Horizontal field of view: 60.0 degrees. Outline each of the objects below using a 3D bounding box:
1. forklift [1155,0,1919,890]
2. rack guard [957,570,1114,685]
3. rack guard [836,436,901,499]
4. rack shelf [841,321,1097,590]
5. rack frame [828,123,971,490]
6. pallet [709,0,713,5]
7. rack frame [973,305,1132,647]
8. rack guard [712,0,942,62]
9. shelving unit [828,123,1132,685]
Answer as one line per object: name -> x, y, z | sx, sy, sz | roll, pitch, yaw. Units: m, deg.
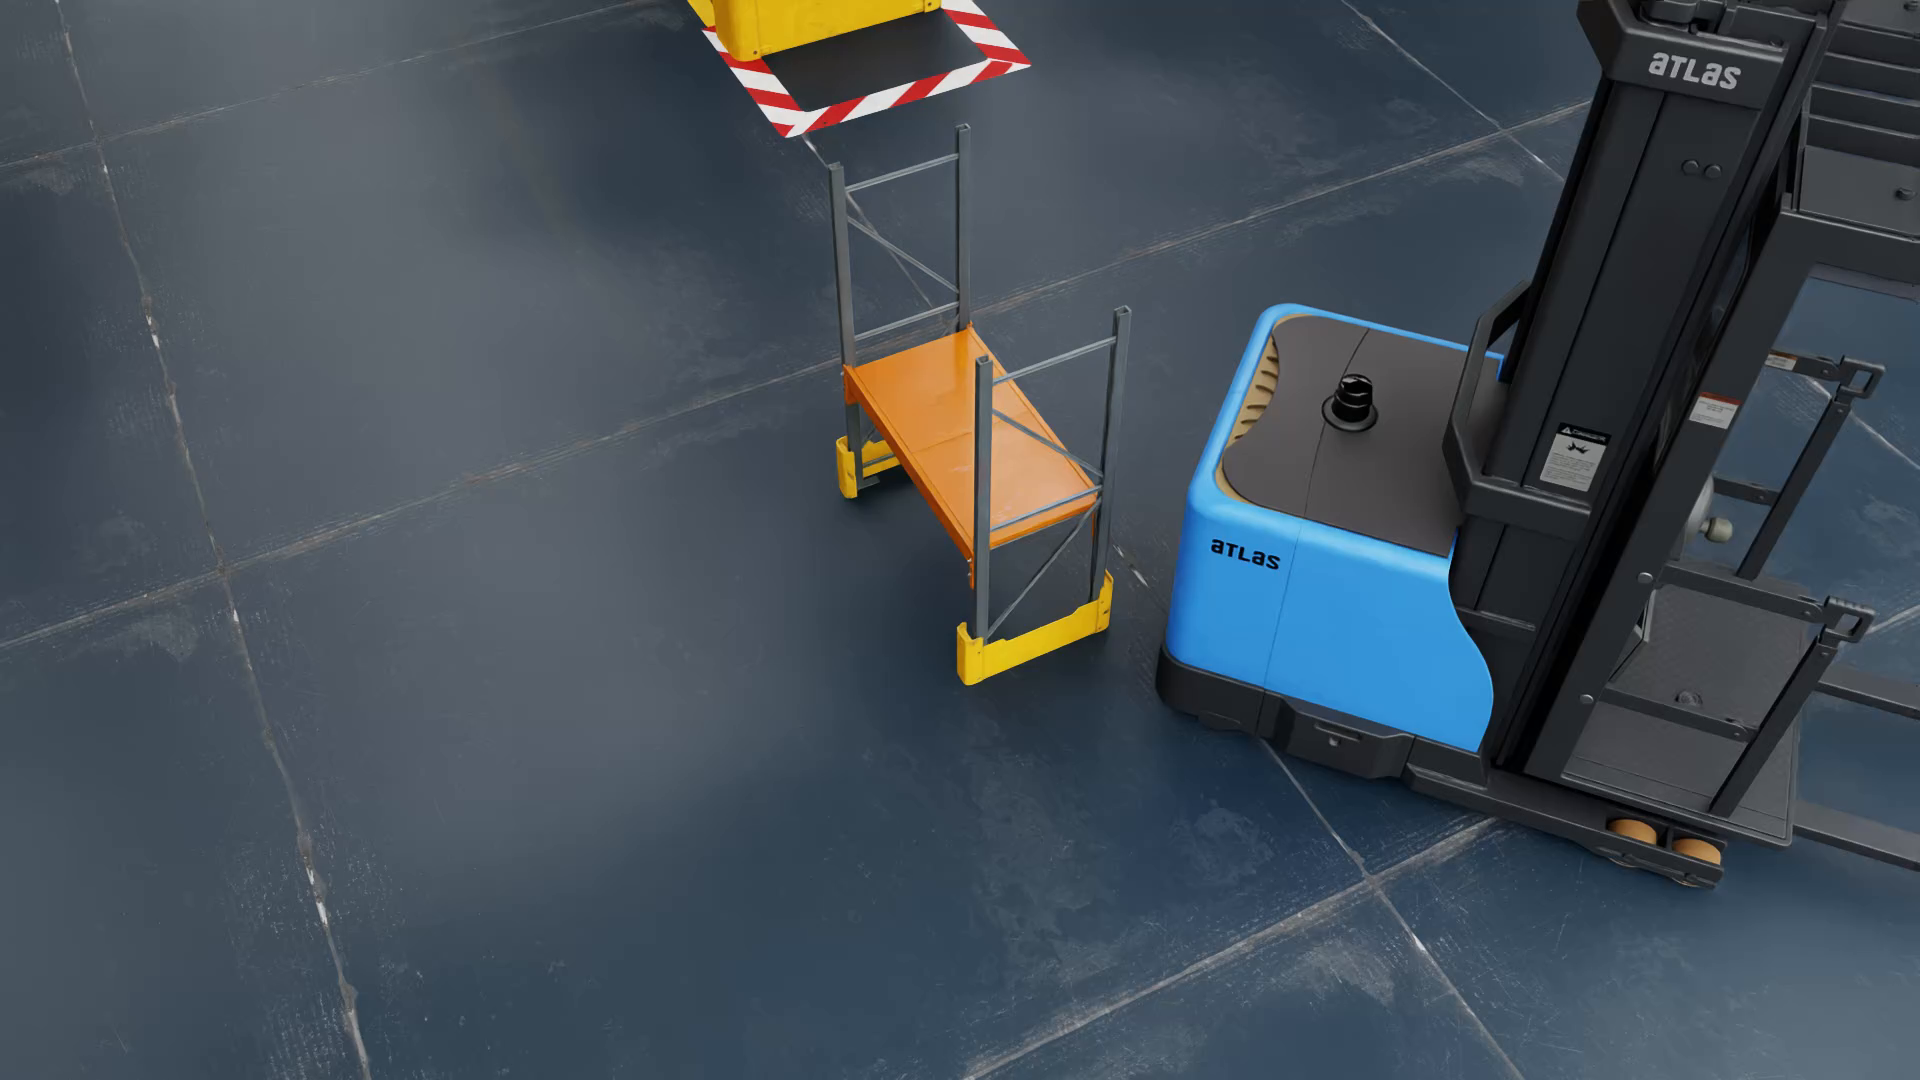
forklift -> 2.239, -0.321, 4.583 | 3.031, 2.935, 1.130 | 16, 51, 14
rack guard -> 0.263, 0.302, 5.820 | 0.587, 0.250, 0.087 | -21, 52, -18
rack guard -> -0.193, -0.365, 6.403 | 0.587, 0.250, 0.087 | -21, 52, -18
rack shelf -> 0.039, -0.318, 5.771 | 0.538, 0.185, 1.000 | -21, 52, -18
rack frame -> -0.194, -0.777, 5.933 | 0.500, 1.500, 0.032 | -21, 52, -18
pallet -> -1.039, -3.316, 9.010 | 1.003, 0.211, 1.213 | -21, 52, -18
rack frame -> 0.272, -0.096, 5.338 | 0.500, 1.500, 0.032 | -21, 52, -18
rack guard -> -0.672, -2.865, 8.424 | 1.175, 0.500, 0.348 | -21, 52, -18
shelving unit -> 0.035, -0.443, 5.641 | 0.587, 1.500, 1.083 | -21, 52, -18
